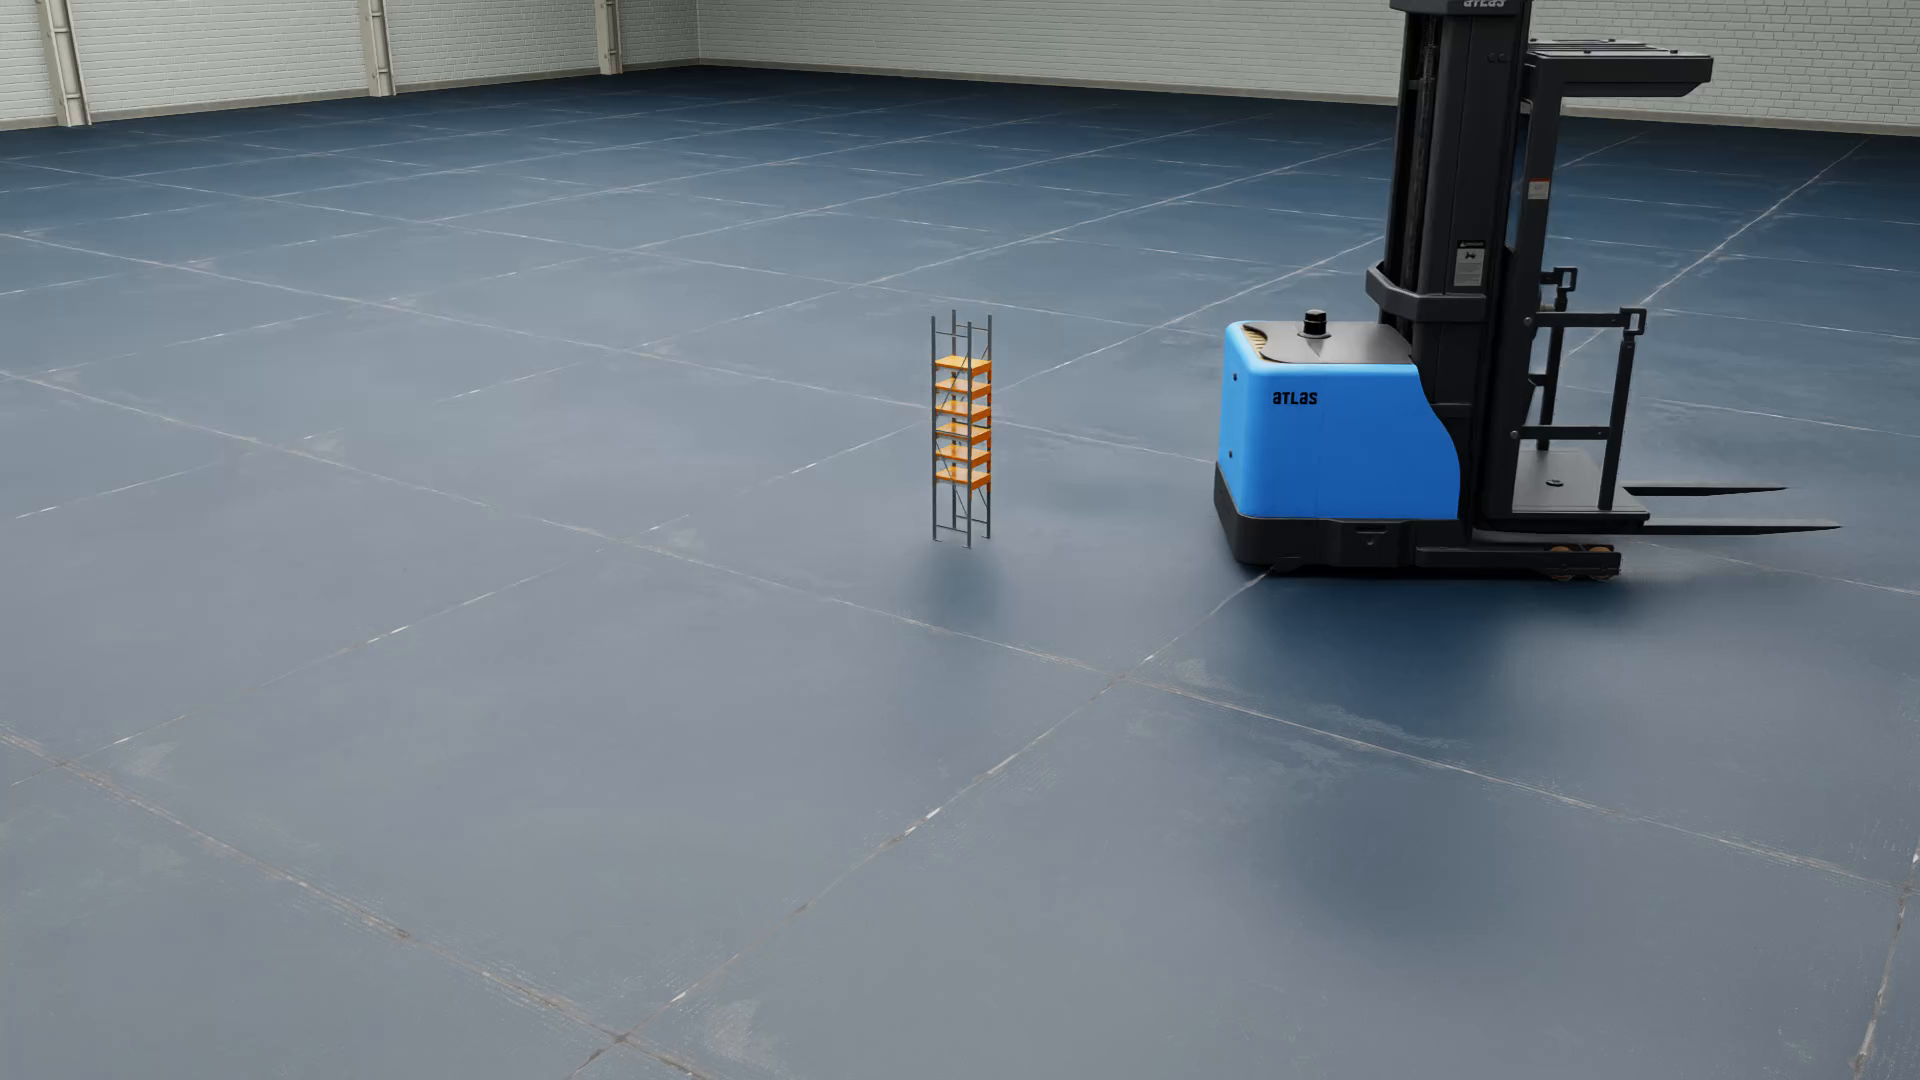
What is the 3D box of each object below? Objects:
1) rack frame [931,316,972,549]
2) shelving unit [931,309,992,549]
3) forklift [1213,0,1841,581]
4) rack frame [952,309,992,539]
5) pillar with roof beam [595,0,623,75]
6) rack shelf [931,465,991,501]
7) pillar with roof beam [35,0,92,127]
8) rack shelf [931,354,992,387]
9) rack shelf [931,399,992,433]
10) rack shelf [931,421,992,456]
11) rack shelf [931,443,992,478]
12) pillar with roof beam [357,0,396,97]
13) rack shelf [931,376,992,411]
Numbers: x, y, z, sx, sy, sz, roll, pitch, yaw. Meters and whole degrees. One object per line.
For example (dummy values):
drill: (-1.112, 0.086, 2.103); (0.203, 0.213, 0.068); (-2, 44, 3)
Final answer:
rack frame: (-0.043, -0.541, 8.497); (0.240, 1.200, 0.006); (13, 24, 32)
shelving unit: (0.008, -0.567, 8.568); (0.258, 1.200, 0.189); (13, 24, 32)
forklift: (2.897, -1.359, 8.214); (3.031, 2.935, 1.130); (0, 20, 1)
rack frame: (0.060, -0.593, 8.639); (0.240, 1.200, 0.006); (13, 24, 32)
pillar with roof beam: (-4.047, -13.556, 32.441); (9.100, 9.000, 0.400); (13, 24, 32)
rack shelf: (0.008, -0.300, 8.667); (0.258, 0.103, 0.180); (13, 24, 32)
pillar with roof beam: (-10.792, -10.113, 23.133); (9.100, 9.000, 0.400); (13, 24, 32)
rack shelf: (0.008, -0.863, 8.459); (0.258, 0.103, 0.180); (13, 24, 32)
rack shelf: (0.008, -0.638, 8.542); (0.258, 0.103, 0.180); (13, 24, 32)
rack shelf: (0.008, -0.525, 8.583); (0.258, 0.103, 0.180); (13, 24, 32)
rack shelf: (0.008, -0.413, 8.625); (0.258, 0.103, 0.180); (13, 24, 32)
pillar with roof beam: (-7.420, -11.834, 27.787); (9.100, 9.000, 0.400); (13, 24, 32)
rack shelf: (0.008, -0.750, 8.500); (0.258, 0.103, 0.180); (13, 24, 32)
